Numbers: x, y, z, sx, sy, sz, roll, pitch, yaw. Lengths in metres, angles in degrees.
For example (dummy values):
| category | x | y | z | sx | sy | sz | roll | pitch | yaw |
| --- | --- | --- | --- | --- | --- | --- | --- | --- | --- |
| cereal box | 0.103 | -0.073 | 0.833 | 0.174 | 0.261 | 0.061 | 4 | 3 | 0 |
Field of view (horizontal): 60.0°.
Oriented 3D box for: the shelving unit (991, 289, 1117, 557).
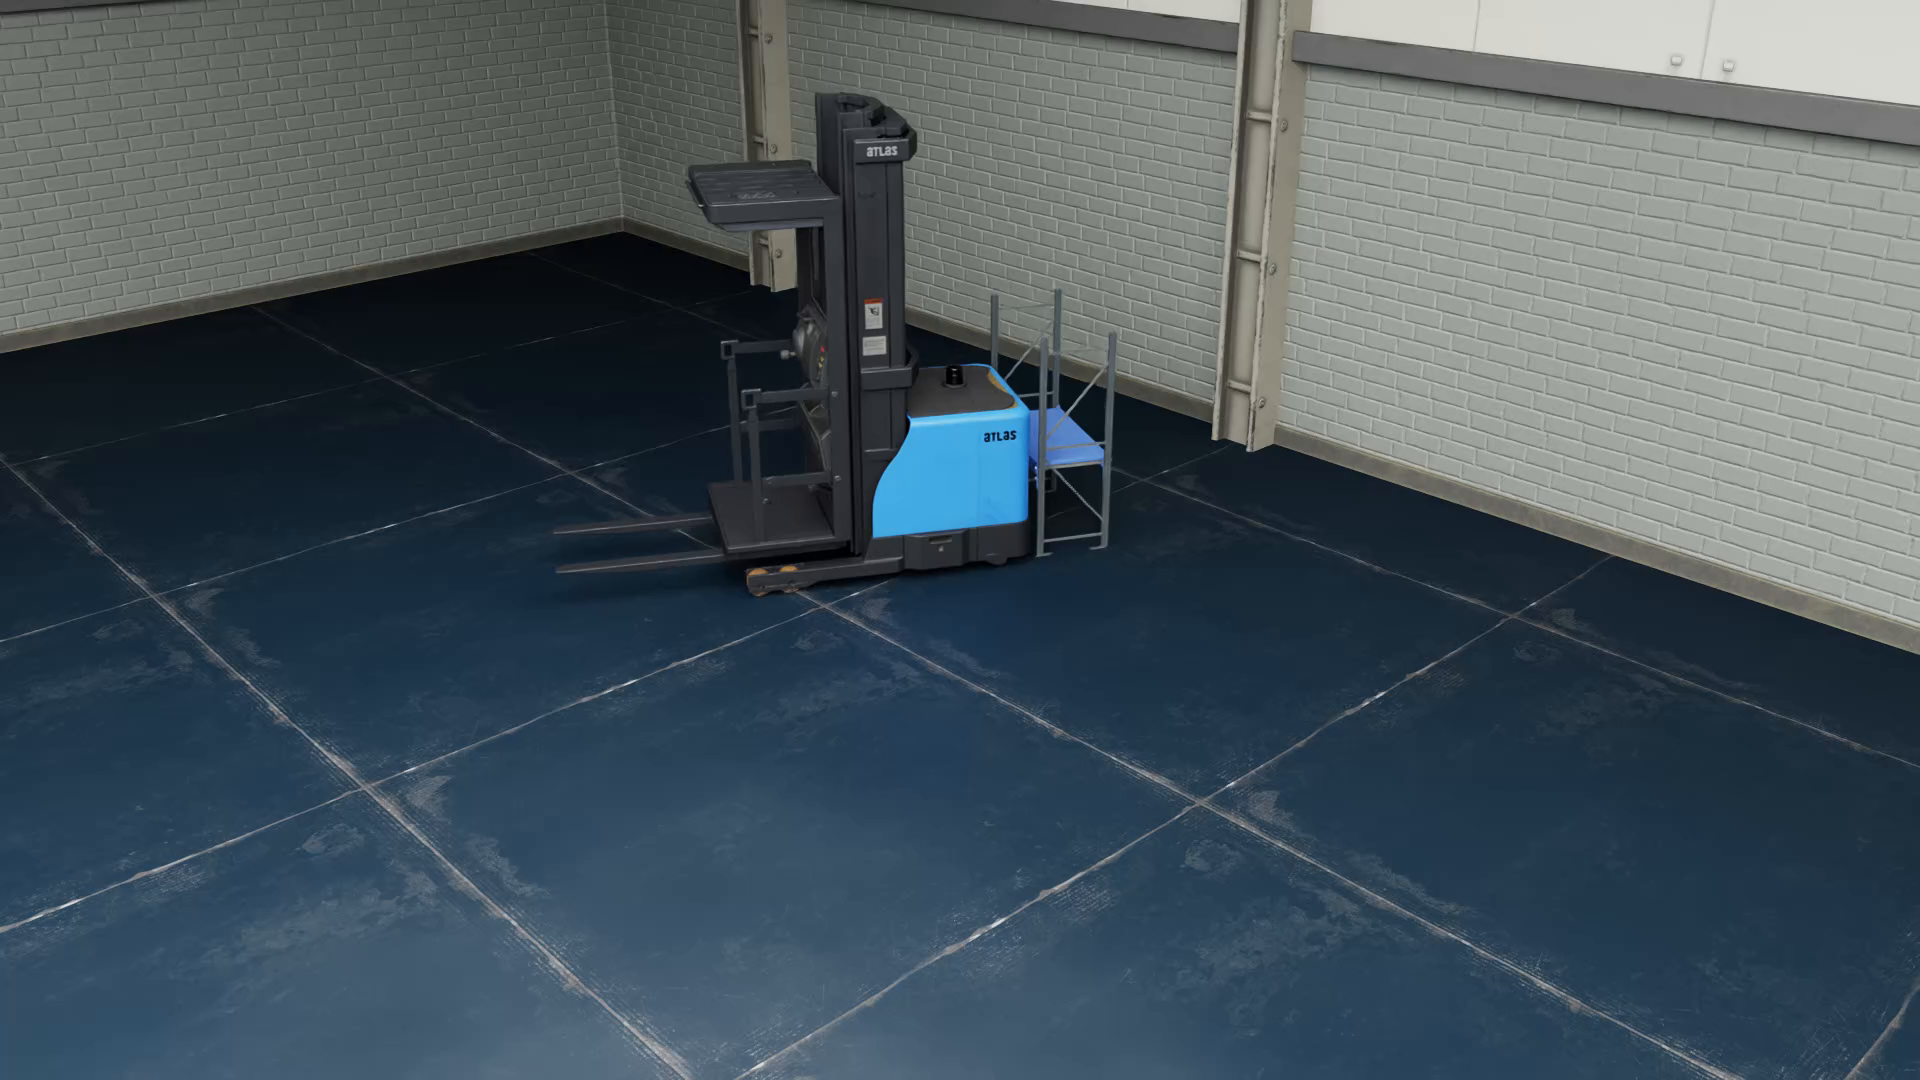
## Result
| category | x | y | z | sx | sy | sz | roll | pitch | yaw |
| --- | --- | --- | --- | --- | --- | --- | --- | --- | --- |
| shelving unit | 0.601 | -0.808 | 11.213 | 0.538 | 1.500 | 1.048 | -7 | 25 | -15 |

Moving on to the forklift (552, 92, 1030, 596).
| category | x | y | z | sx | sy | sz | roll | pitch | yaw |
| --- | --- | --- | --- | --- | --- | --- | --- | --- | --- |
| forklift | -1.116 | -1.223 | 10.400 | 3.031 | 2.935 | 1.130 | -6 | 25 | -13 |

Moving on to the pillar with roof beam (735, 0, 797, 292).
| category | x | y | z | sx | sy | sz | roll | pitch | yaw |
| --- | --- | --- | --- | --- | --- | --- | --- | --- | --- |
| pillar with roof beam | -5.037 | -5.465 | 12.387 | 9.100 | 9.000 | 0.400 | -21 | 32 | -38 |

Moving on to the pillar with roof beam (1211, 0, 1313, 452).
| category | x | y | z | sx | sy | sz | roll | pitch | yaw |
| --- | --- | --- | --- | --- | --- | --- | --- | --- | --- |
| pillar with roof beam | -0.936 | -3.647 | 8.402 | 9.100 | 9.000 | 0.400 | -21 | 32 | -38 |

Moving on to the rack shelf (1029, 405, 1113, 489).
| category | x | y | z | sx | sy | sz | roll | pitch | yaw |
| --- | --- | --- | --- | --- | --- | --- | --- | --- | --- |
| rack shelf | 0.601 | -0.644 | 11.288 | 0.538 | 0.185 | 1.000 | -7 | 25 | -15 |

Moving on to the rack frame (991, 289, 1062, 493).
| category | x | y | z | sx | sy | sz | roll | pitch | yaw |
| --- | --- | --- | --- | --- | --- | --- | --- | --- | --- |
| rack frame | 0.454 | -1.010 | 11.656 | 0.500 | 1.500 | 0.032 | -7 | 25 | -15 |

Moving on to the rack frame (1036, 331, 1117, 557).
| category | x | y | z | sx | sy | sz | roll | pitch | yaw |
| --- | --- | --- | --- | --- | --- | --- | --- | --- | --- |
| rack frame | 0.747 | -0.605 | 10.770 | 0.500 | 1.500 | 0.032 | -7 | 25 | -15 |
